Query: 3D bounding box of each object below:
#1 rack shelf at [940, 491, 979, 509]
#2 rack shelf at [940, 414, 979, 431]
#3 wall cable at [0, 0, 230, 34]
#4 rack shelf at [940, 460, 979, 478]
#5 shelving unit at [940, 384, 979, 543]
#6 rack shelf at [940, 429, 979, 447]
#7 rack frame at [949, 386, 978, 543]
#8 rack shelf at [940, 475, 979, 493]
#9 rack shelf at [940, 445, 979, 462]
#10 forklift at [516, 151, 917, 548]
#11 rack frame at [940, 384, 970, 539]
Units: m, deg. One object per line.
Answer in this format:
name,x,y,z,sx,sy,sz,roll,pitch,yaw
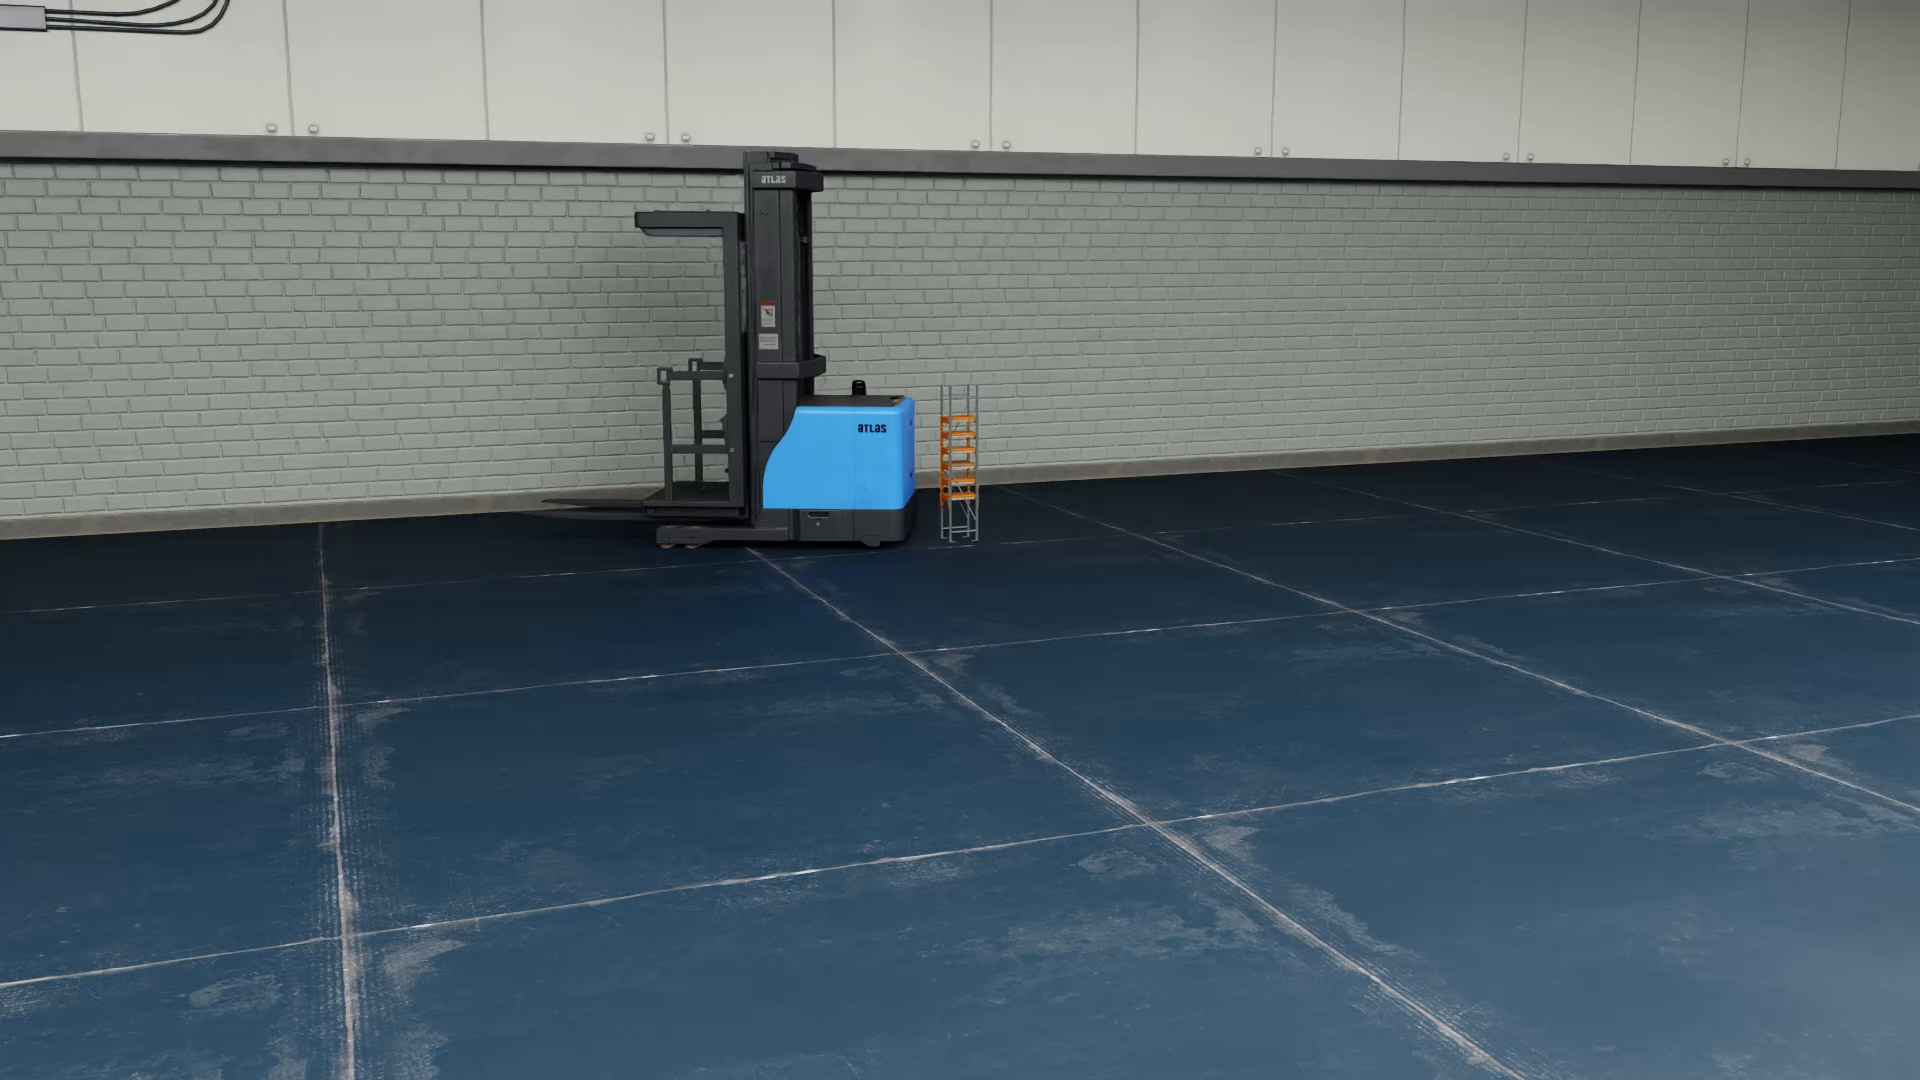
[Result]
rack shelf,-0.005,-0.313,12.878,0.258,0.103,0.180,-4,11,-21
rack shelf,-0.005,-0.904,12.773,0.258,0.103,0.180,-4,11,-21
wall cable,-6.678,-6.151,12.091,2.305,6.003,0.169,-4,11,-21
rack shelf,-0.005,-0.549,12.836,0.258,0.103,0.180,-4,11,-21
shelving unit,-0.005,-0.593,12.828,0.258,1.200,0.189,-4,11,-21
rack shelf,-0.005,-0.786,12.794,0.258,0.103,0.180,-4,11,-21
rack frame,0.028,-0.578,12.744,0.240,1.200,0.006,-4,11,-21
rack shelf,-0.005,-0.431,12.857,0.258,0.103,0.180,-4,11,-21
rack shelf,-0.005,-0.667,12.815,0.258,0.103,0.180,-4,11,-21
forklift,-1.891,-1.470,12.817,3.031,2.935,1.130,1,10,4
rack frame,-0.038,-0.608,12.912,0.240,1.200,0.006,-4,11,-21
